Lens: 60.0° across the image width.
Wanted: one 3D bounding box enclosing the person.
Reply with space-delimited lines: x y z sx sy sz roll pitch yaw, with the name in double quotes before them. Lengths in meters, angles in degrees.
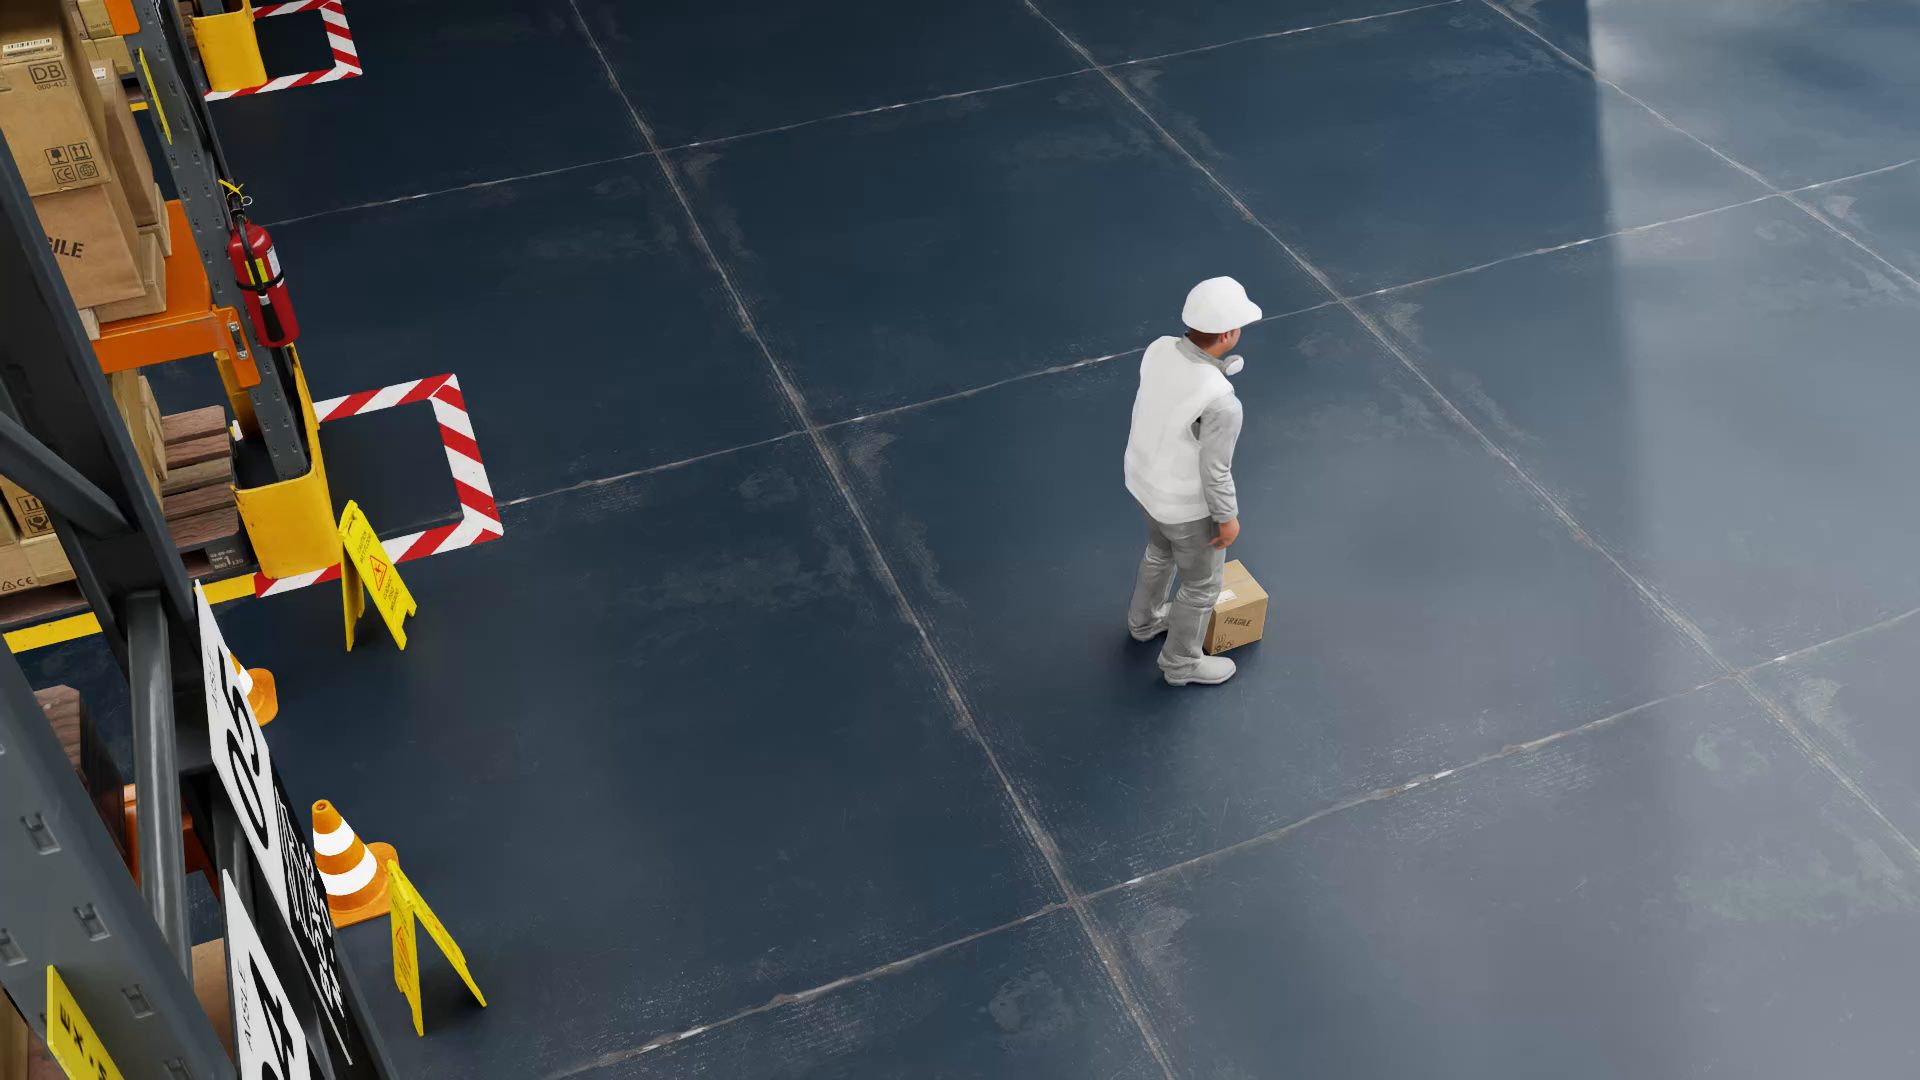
"person" 0.869 -0.213 6.380 0.461 1.771 0.581 -17 44 -18
